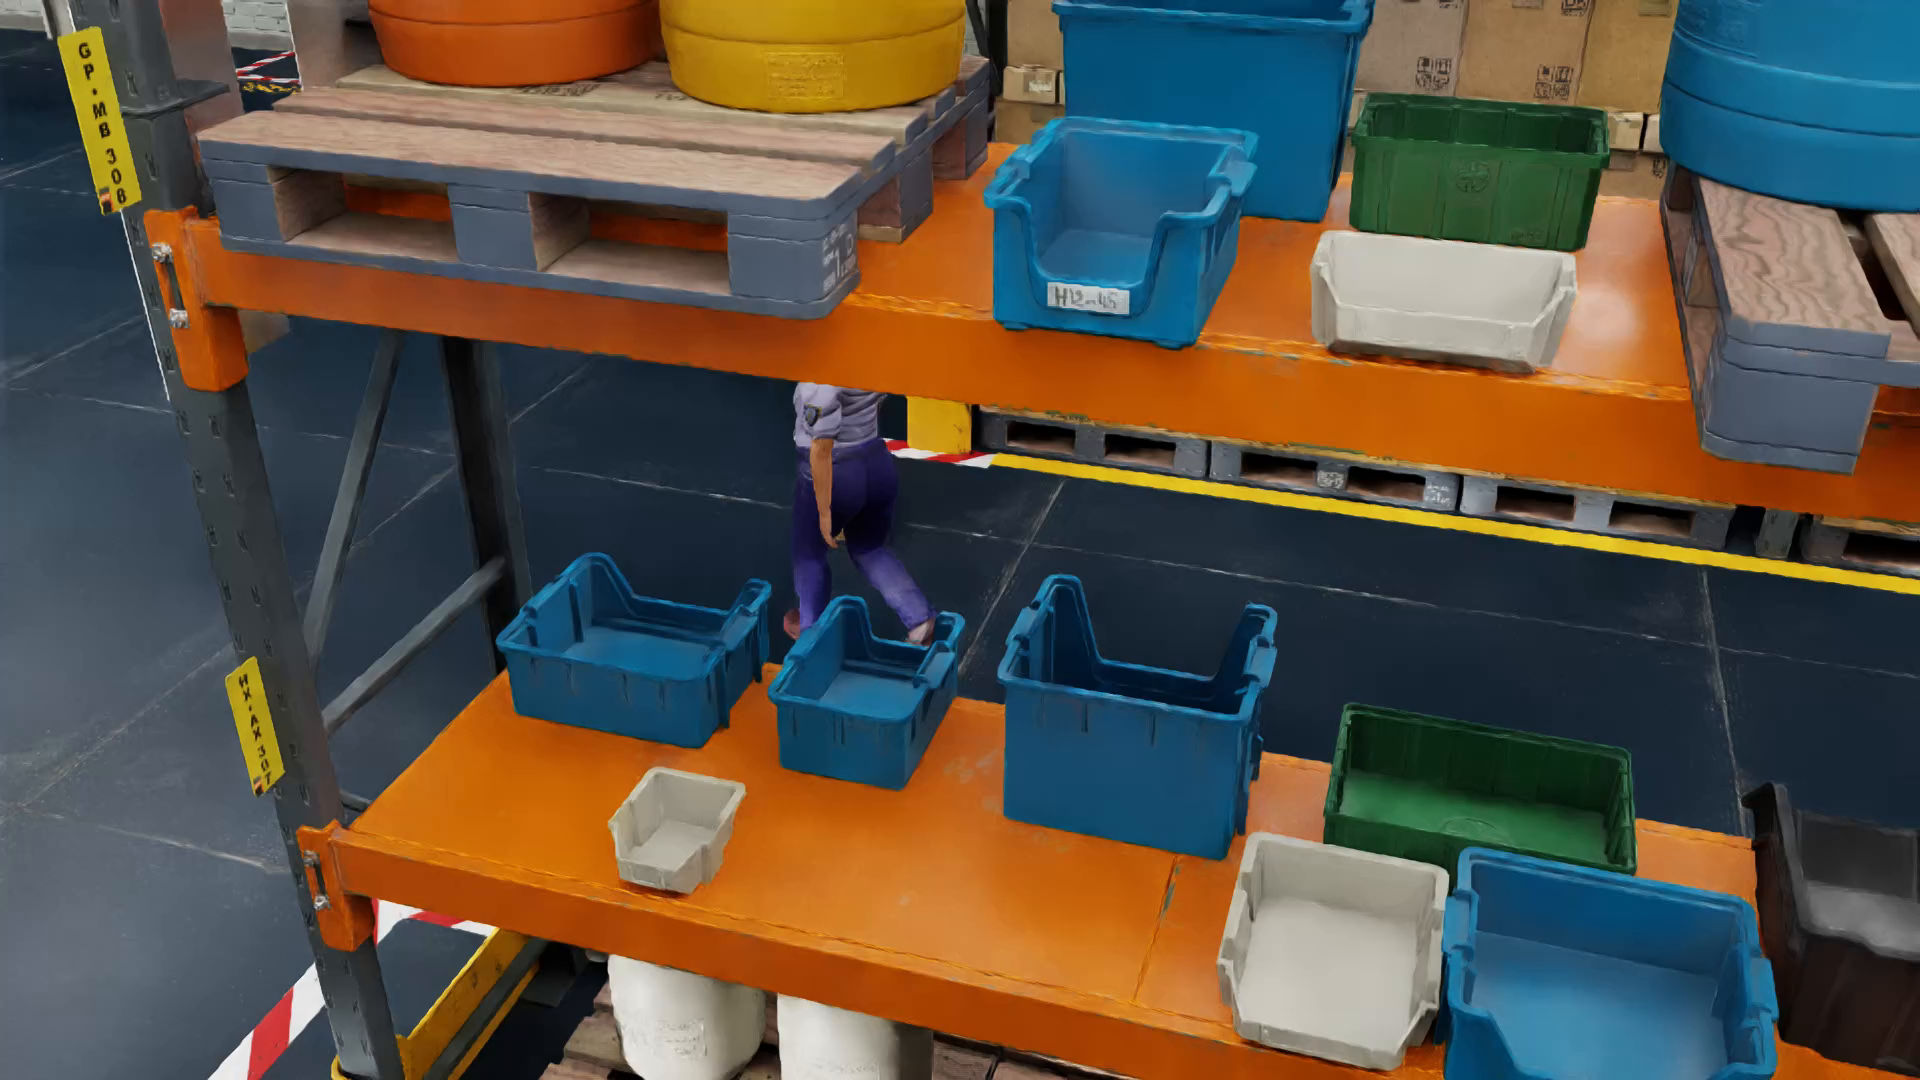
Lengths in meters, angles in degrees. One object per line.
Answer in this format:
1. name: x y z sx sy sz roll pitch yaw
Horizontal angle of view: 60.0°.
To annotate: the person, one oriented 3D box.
1. person: -0.425 -0.222 6.540 0.800 1.613 0.504 24 37 36
